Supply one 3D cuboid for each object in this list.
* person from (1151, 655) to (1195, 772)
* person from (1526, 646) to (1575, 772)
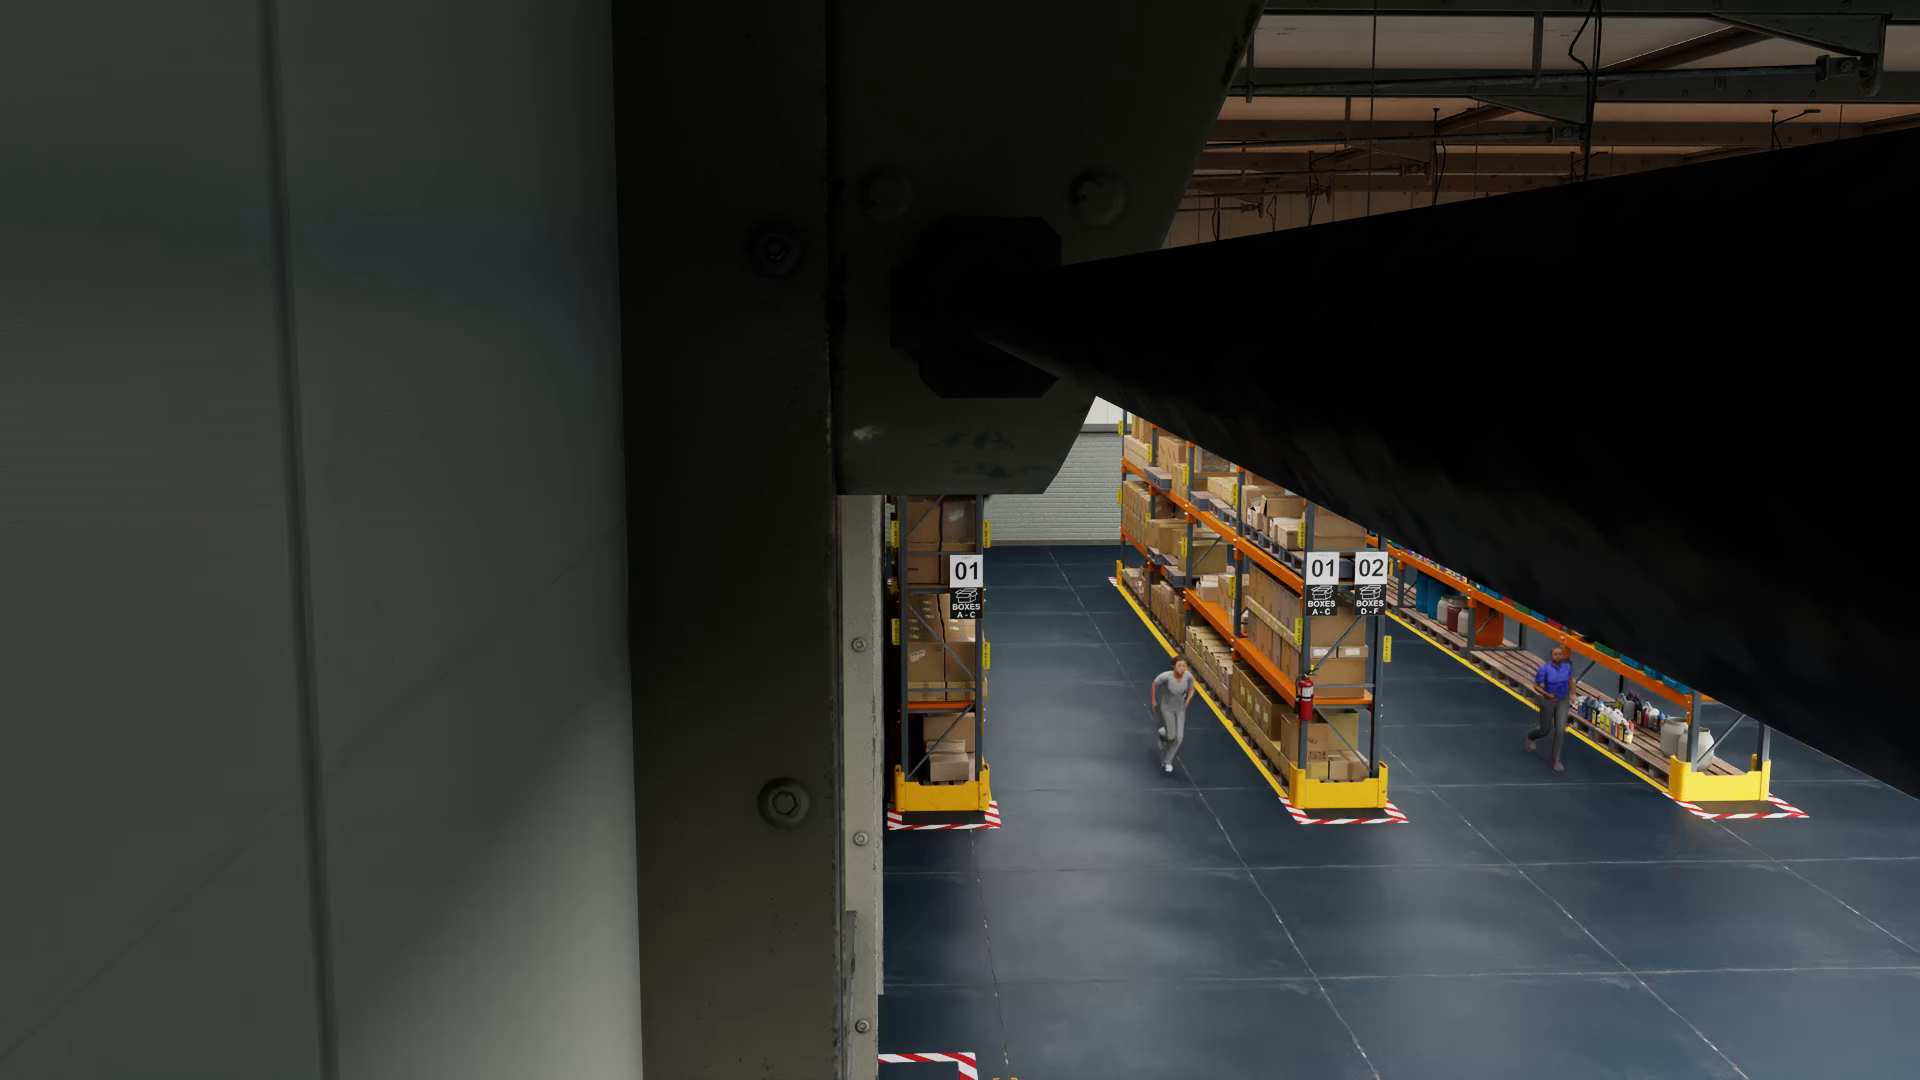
[{"bbox_3d":[2.844,2.293,22.260,0.554,1.600,0.703,-2,9,-16],"label":"person"},{"bbox_3d":[8.016,2.235,22.460,0.588,1.658,0.802,0,8,-1],"label":"person"}]
